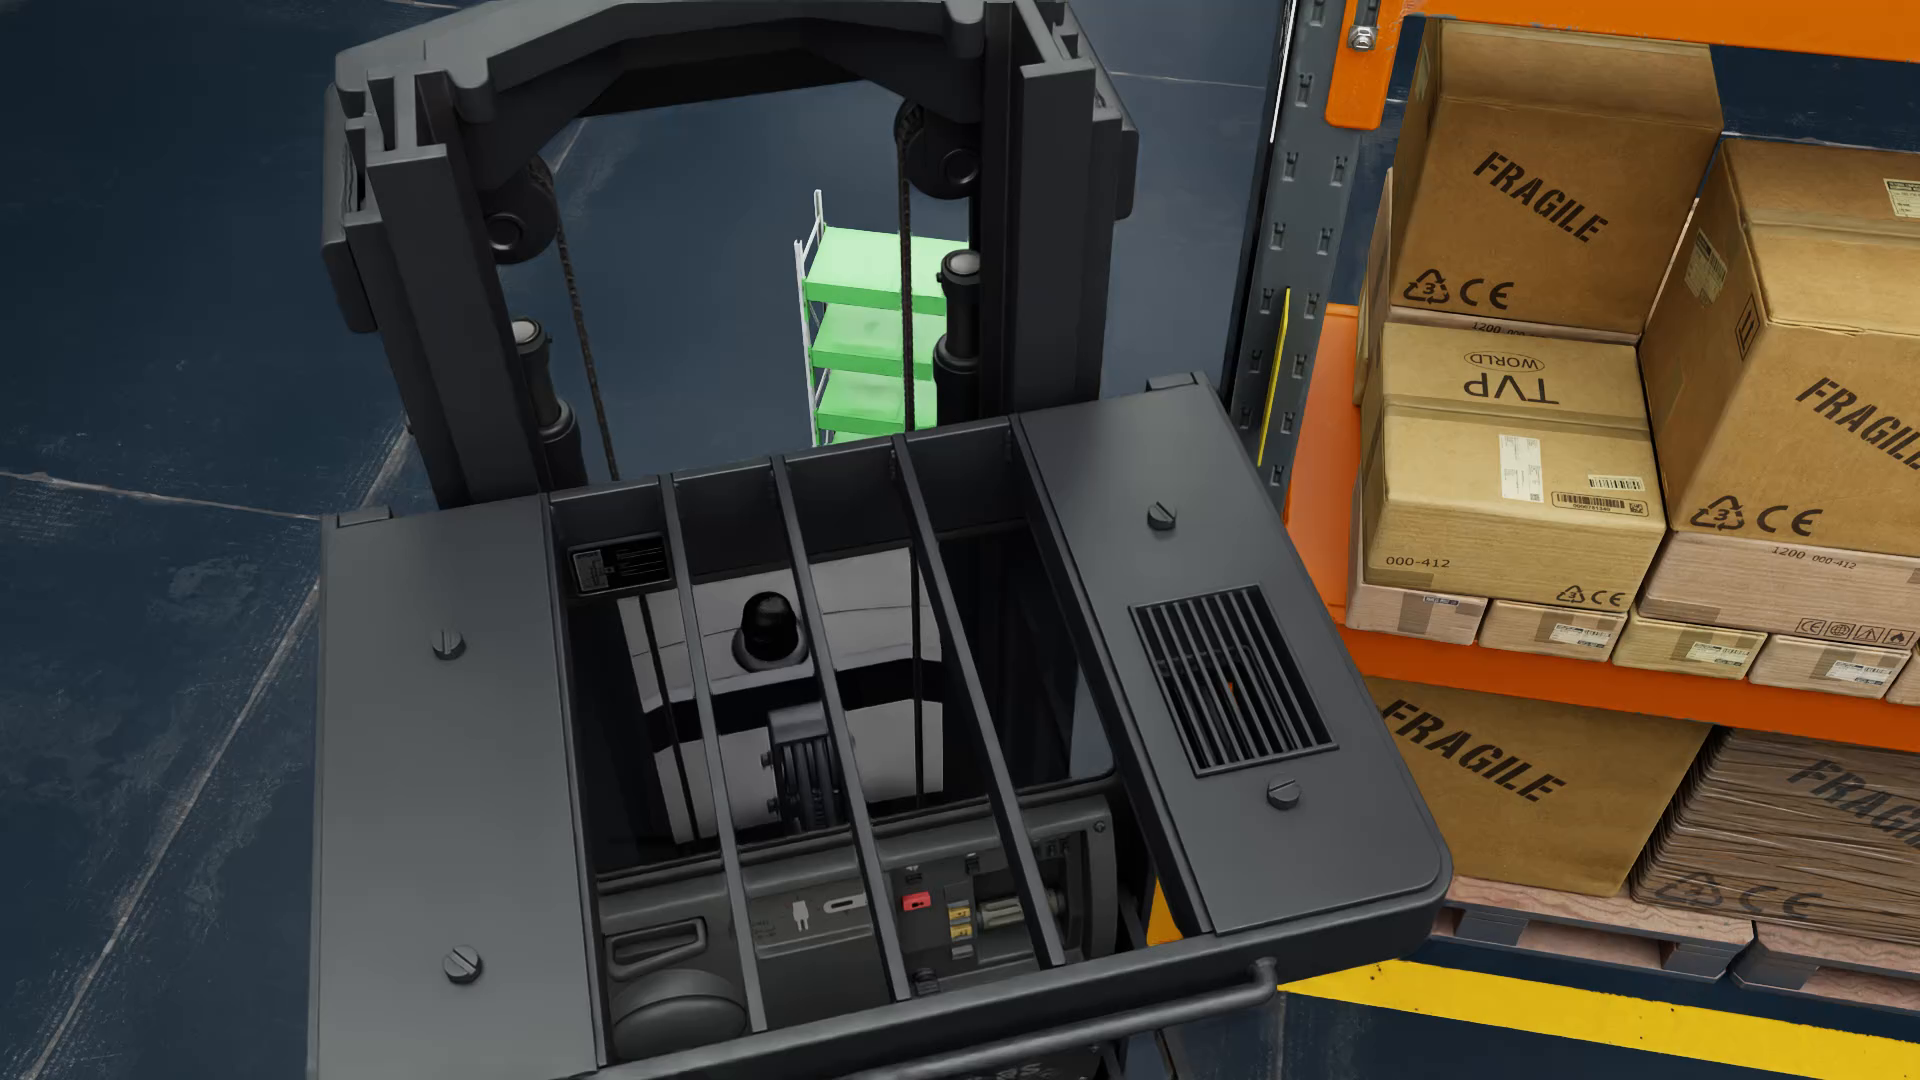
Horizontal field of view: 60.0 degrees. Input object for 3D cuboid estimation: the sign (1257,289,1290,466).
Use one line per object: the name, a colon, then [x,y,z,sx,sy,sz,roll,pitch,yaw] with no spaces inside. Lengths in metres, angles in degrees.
sign: [0.535,-0.273,2.844,0.005,0.325,0.100,8,49,7]

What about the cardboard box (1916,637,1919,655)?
cardboard box: [2.071,-0.018,3.150,0.500,0.250,0.500,6,48,6]

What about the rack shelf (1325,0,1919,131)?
rack shelf: [2.608,-0.860,2.474,4.000,0.370,1.077,8,49,7]

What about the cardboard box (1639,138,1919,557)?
cardboard box: [1.556,-0.335,2.932,0.500,0.500,0.500,7,48,6]

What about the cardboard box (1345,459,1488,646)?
cardboard box: [0.931,0.010,3.394,0.250,0.149,0.380,8,49,7]

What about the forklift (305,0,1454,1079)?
forklift: [-0.143,0.786,2.574,1.130,2.935,3.031,-10,49,-9]

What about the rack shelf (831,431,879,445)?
rack shelf: [-0.163,-0.220,5.049,0.480,0.148,0.258,8,49,7]

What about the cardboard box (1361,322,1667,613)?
cardboard box: [1.064,-0.151,3.270,0.500,0.250,0.500,7,48,6]

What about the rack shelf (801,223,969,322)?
rack shelf: [-0.163,-0.701,4.514,0.480,0.148,0.258,8,49,7]

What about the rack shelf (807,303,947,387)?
rack shelf: [-0.163,-0.541,4.692,0.480,0.148,0.258,8,49,7]

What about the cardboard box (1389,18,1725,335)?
cardboard box: [1.166,-0.791,3.341,0.500,0.500,0.500,8,49,7]

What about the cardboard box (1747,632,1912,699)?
cardboard box: [1.692,0.110,3.304,0.250,0.149,0.380,7,48,6]

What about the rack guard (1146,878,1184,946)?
rack guard: [0.616,0.469,4.492,0.348,0.500,1.175,8,49,7]

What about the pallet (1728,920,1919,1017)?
pallet: [2.638,0.781,4.407,1.213,0.211,1.003,8,49,7]

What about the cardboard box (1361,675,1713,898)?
cardboard box: [1.284,0.233,4.170,0.875,0.875,0.875,8,49,7]

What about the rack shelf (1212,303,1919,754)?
rack shelf: [2.608,0.142,3.589,4.000,0.370,1.077,8,49,7]

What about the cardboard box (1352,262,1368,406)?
cardboard box: [1.049,-0.473,3.827,0.250,0.149,0.380,9,49,8]

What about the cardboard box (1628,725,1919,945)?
cardboard box: [2.180,0.353,4.062,0.875,0.875,0.875,8,49,7]

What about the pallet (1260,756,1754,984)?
pallet: [1.441,0.618,4.553,1.213,0.211,1.003,8,49,7]

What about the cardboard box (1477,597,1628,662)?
cardboard box: [1.183,0.043,3.364,0.250,0.149,0.380,7,48,6]

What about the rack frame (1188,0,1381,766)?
rack frame: [0.640,-0.363,3.559,0.127,3.000,1.000,8,49,7]

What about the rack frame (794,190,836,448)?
rack frame: [-0.403,-0.455,4.852,0.015,1.200,0.240,8,49,7]

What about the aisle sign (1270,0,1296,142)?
aisle sign: [0.516,-1.022,2.404,0.004,0.787,0.394,8,49,7]

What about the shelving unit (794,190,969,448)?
shelving unit: [-0.163,-0.423,4.823,0.503,1.200,0.258,8,49,7]

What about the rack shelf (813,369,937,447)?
rack shelf: [-0.163,-0.380,4.871,0.480,0.148,0.258,8,49,7]

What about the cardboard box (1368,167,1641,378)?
cardboard box: [1.164,-0.542,3.622,0.500,0.250,0.500,7,48,6]

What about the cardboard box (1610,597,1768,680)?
cardboard box: [1.435,0.076,3.334,0.250,0.149,0.380,7,48,6]

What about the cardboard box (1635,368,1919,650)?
cardboard box: [1.577,-0.087,3.212,0.500,0.250,0.500,7,48,6]

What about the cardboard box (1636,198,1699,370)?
cardboard box: [1.663,-0.475,3.561,0.500,0.250,0.500,7,48,6]

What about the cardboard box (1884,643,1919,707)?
cardboard box: [1.942,0.144,3.273,0.250,0.149,0.380,7,48,6]
